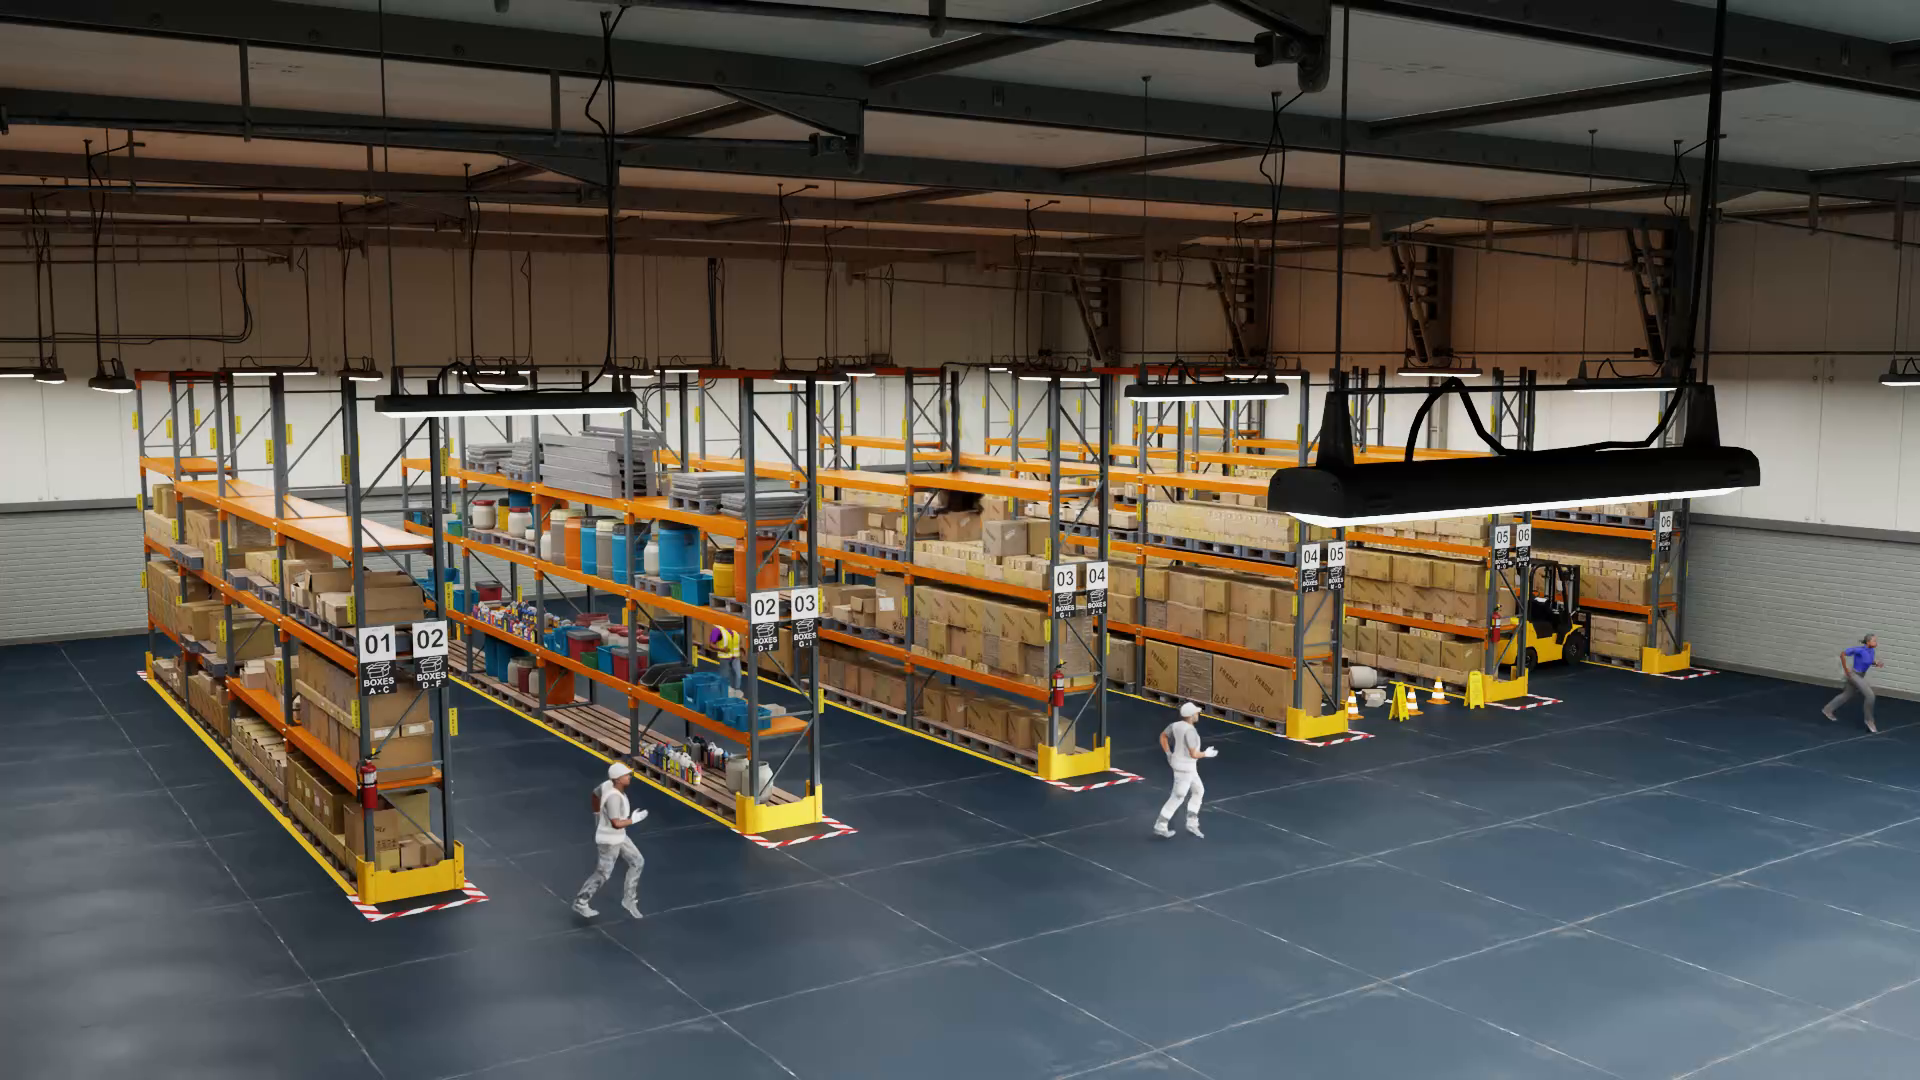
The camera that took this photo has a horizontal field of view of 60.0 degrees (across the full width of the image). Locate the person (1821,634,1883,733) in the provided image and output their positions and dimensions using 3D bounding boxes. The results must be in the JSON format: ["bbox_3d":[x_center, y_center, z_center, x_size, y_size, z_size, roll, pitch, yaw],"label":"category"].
[{"bbox_3d":[15.069,2.372,28.085,0.575,1.666,0.937,-6,9,-43],"label":"person"}]

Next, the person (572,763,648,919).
[{"bbox_3d":[-3.901,3.370,18.513,0.863,1.813,0.710,-1,6,-7],"label":"person"}]

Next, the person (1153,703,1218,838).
[{"bbox_3d":[2.916,3.016,21.581,0.835,1.831,0.588,0,6,-4],"label":"person"}]

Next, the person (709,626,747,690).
[{"bbox_3d":[-4.172,2.104,29.889,0.714,1.733,0.791,-6,9,-41],"label":"person"}]
